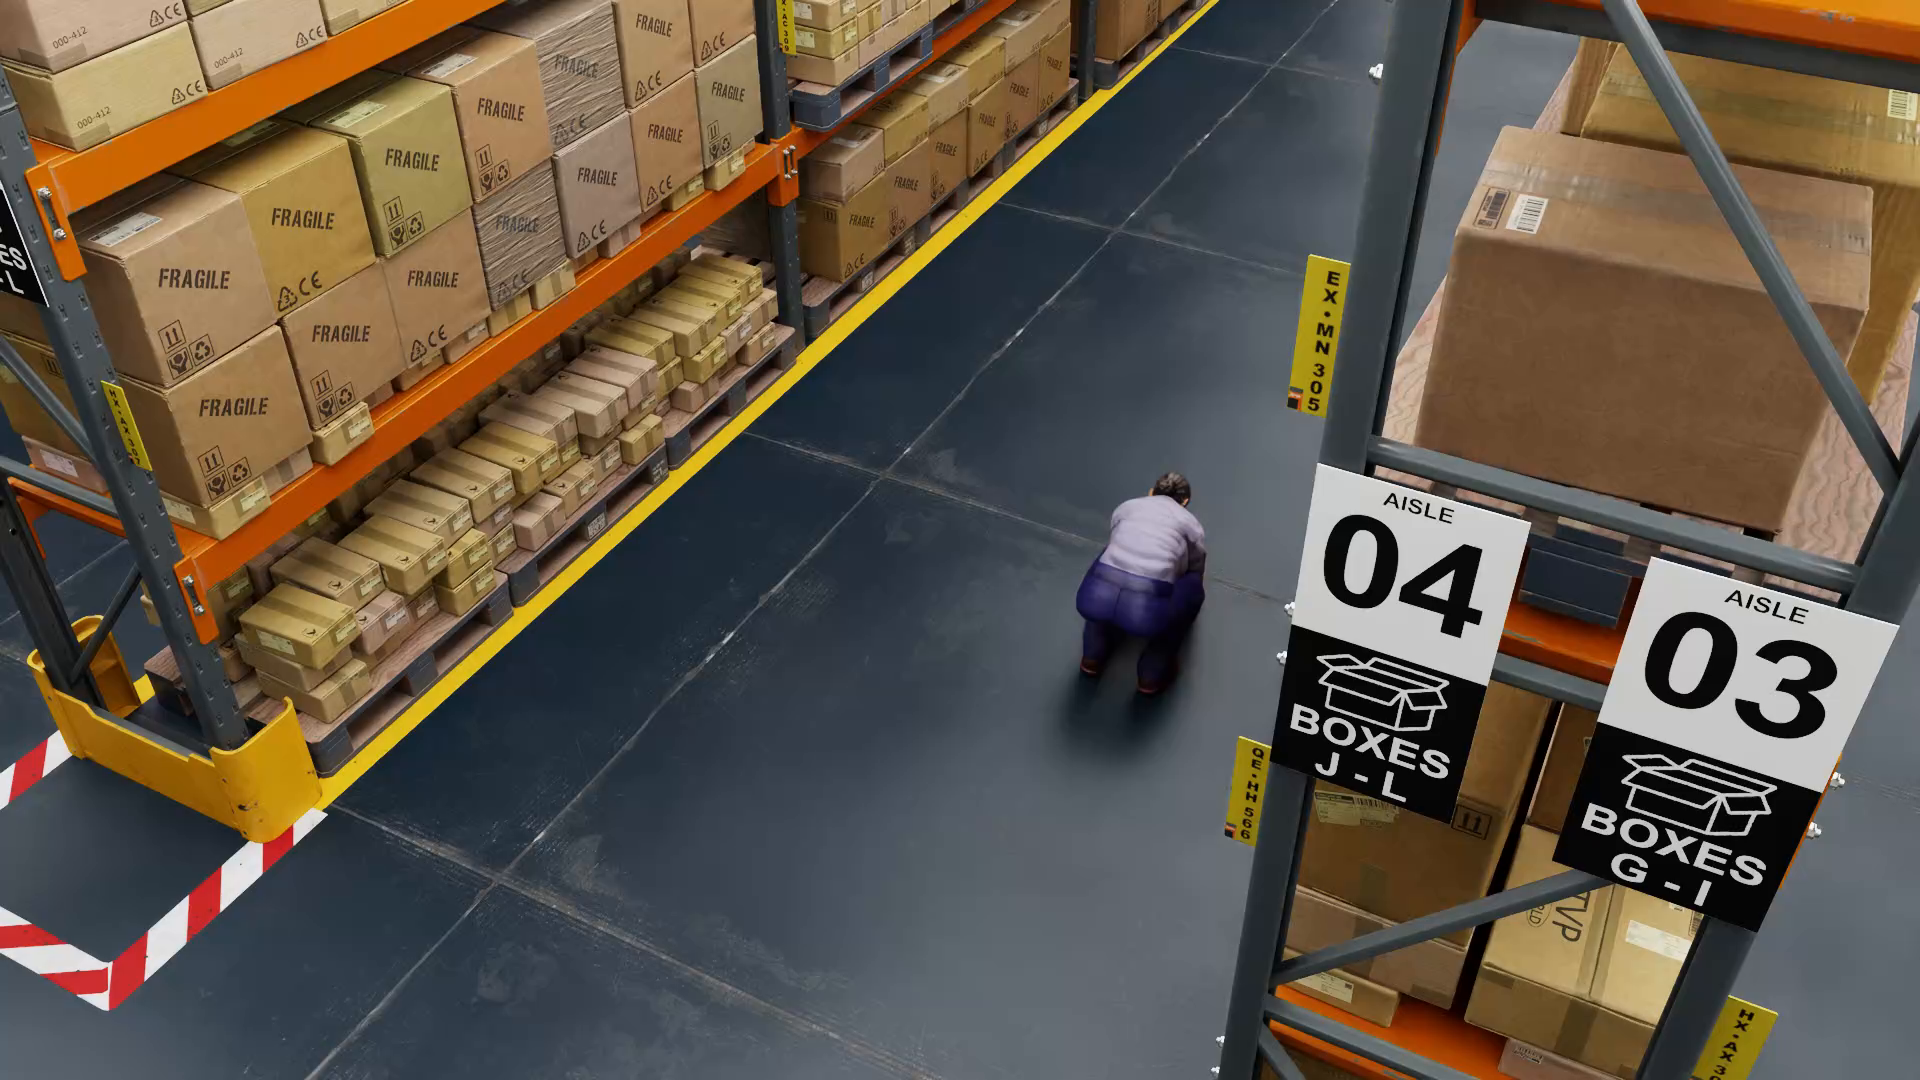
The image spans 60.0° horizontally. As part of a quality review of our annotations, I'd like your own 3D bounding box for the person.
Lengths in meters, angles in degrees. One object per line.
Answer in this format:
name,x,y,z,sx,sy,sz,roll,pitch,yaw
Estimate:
person,0.741,-0.096,6.875,0.498,1.653,0.450,17,41,21
